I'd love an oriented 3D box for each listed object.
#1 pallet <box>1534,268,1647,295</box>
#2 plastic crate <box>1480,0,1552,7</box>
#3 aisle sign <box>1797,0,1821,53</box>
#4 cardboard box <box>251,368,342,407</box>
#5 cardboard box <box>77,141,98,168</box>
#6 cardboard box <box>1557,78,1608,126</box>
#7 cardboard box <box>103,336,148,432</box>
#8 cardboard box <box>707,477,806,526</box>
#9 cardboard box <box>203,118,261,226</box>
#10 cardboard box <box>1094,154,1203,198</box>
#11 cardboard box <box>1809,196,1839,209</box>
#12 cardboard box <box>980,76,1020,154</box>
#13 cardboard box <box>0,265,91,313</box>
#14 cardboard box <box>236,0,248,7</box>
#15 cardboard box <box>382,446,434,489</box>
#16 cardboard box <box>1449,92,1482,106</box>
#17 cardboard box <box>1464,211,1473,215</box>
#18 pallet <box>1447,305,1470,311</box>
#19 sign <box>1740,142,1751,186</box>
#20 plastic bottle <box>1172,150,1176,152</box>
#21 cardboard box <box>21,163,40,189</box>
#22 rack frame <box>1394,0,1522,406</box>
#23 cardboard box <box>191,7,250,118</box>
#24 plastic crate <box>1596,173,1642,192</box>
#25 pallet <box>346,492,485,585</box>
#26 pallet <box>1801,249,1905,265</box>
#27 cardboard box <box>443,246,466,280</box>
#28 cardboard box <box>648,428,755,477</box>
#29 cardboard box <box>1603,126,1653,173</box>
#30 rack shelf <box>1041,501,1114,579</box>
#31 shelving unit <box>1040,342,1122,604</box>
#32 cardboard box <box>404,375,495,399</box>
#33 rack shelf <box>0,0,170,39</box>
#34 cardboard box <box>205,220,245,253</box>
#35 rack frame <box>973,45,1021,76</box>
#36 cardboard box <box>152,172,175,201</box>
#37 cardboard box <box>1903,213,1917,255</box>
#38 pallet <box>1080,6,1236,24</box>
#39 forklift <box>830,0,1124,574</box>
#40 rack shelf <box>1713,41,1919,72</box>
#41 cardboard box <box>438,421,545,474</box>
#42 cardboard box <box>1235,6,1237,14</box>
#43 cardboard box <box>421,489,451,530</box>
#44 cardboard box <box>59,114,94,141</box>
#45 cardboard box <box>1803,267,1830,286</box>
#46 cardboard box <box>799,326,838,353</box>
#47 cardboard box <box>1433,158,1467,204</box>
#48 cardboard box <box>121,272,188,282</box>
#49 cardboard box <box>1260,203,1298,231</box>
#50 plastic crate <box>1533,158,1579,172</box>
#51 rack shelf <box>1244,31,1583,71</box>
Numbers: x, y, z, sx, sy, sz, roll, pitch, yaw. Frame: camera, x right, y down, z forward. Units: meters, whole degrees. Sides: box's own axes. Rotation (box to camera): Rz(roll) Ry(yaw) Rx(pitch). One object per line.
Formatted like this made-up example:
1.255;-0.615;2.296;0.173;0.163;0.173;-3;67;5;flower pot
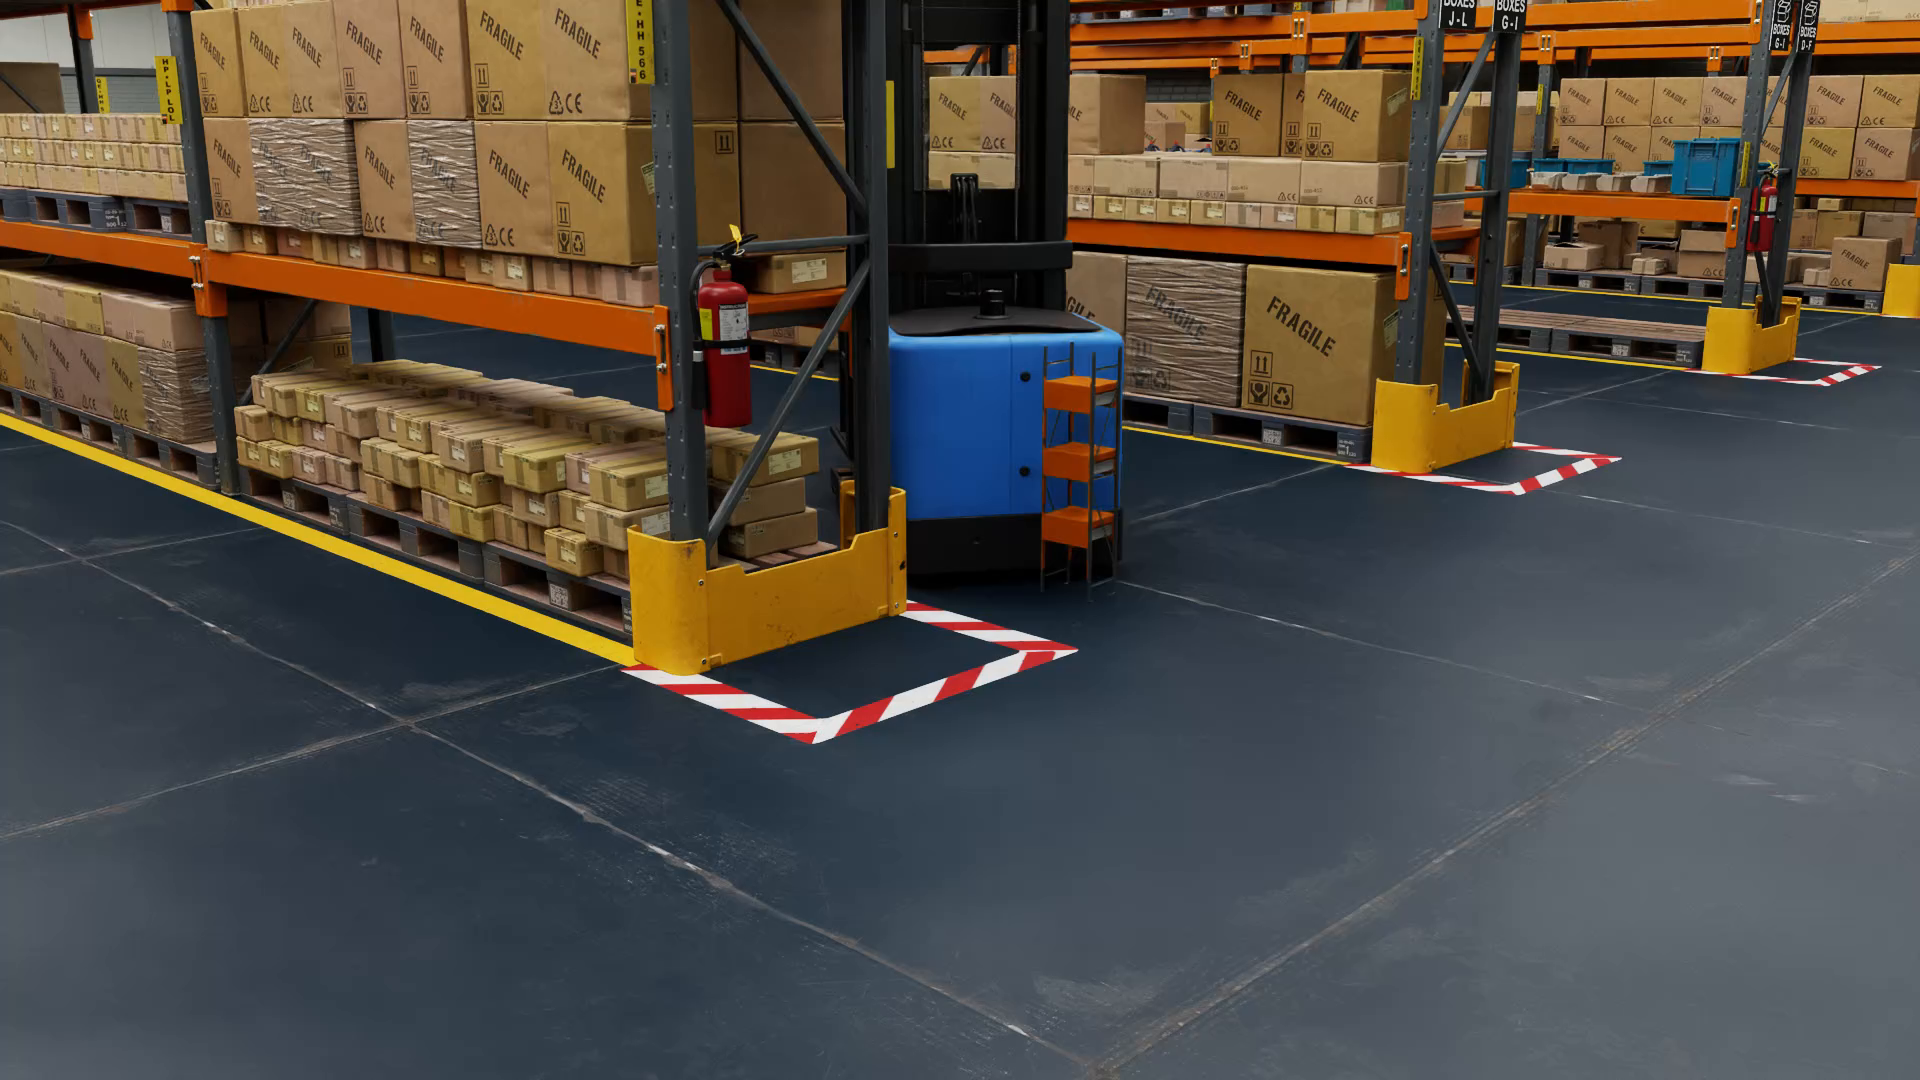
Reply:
7.342;-2.984;18.966;1.213;0.211;1.003;14;20;42;pallet
4.627;-4.496;13.812;0.530;0.136;0.437;14;20;42;plastic crate
6.545;-4.155;12.773;0.004;0.787;0.394;14;20;42;aisle sign
-3.442;-0.787;8.647;0.380;0.149;0.250;-14;20;-42;cardboard box
-4.921;-2.263;9.745;0.250;0.149;0.380;14;20;42;cardboard box
6.992;-4.853;18.425;0.500;0.500;0.500;-14;20;-43;cardboard box
-4.622;-0.941;9.720;0.500;0.500;0.500;13;19;41;cardboard box
-0.865;-0.180;6.904;0.380;0.149;0.250;-14;20;-42;cardboard box
-3.364;-1.834;8.233;0.500;0.500;0.500;13;20;41;cardboard box
1.207;-2.333;10.643;0.500;0.250;0.500;14;20;42;cardboard box
11.356;-4.435;21.843;0.250;0.149;0.380;13;19;40;cardboard box
0.486;-2.873;11.229;0.500;0.500;0.500;14;20;42;cardboard box
-6.097;-1.666;11.013;0.500;0.250;0.500;13;19;40;cardboard box
-7.926;-6.050;18.759;0.250;0.149;0.380;14;20;42;cardboard box
-2.390;-0.352;7.566;0.250;0.149;0.380;14;20;43;cardboard box
7.573;-6.487;24.565;0.500;0.250;0.500;-14;20;-43;cardboard box
5.949;-4.124;20.408;0.500;0.250;0.500;14;20;42;cardboard box
3.964;-2.084;15.513;1.213;0.211;1.003;14;20;42;pallet
5.917;-2.832;12.527;0.005;0.325;0.100;14;20;42;sign
2.201;-3.879;17.126;0.097;0.271;0.097;0;15;0;plastic bottle
-5.660;-2.300;10.474;0.380;0.149;0.250;-13;20;-42;cardboard box
2.849;-1.956;9.491;0.127;3.000;1.000;14;20;42;rack frame
-3.390;-2.327;8.142;0.500;0.500;0.500;-14;20;-43;cardboard box
5.376;-2.920;13.594;0.243;0.136;0.396;14;20;42;plastic crate
-2.155;-0.100;7.896;1.213;0.211;1.003;14;20;42;pallet
11.660;-3.643;21.497;1.213;0.211;1.003;14;20;42;pallet
-1.963;-1.199;7.084;0.250;0.149;0.380;13;19;40;cardboard box
-1.090;-0.365;7.026;0.380;0.149;0.250;-14;20;-43;cardboard box
7.397;-4.275;18.190;0.500;0.500;0.500;14;20;43;cardboard box
0.501;-0.001;6.999;0.240;0.259;0.215;12;19;39;rack shelf
0.501;-0.280;6.926;0.252;1.050;0.215;12;19;39;shelving unit
-2.581;-0.731;8.430;0.380;0.149;0.250;-14;20;-42;cardboard box
-4.986;-3.227;9.847;4.000;0.370;1.077;14;20;42;rack shelf
-3.569;-1.543;8.404;0.380;0.149;0.250;-14;20;-42;cardboard box
0.528;-4.255;18.315;0.127;3.000;1.000;14;20;42;rack frame
-4.157;-1.934;9.072;0.250;0.149;0.380;14;20;43;cardboard box
12.230;-3.839;20.842;0.500;0.500;0.700;14;20;42;cardboard box
1.957;-5.233;16.492;1.213;0.211;1.003;14;20;42;pallet
-0.070;-1.597;8.247;1.130;2.935;3.031;-3;15;-11;forklift
11.724;-6.107;20.899;4.000;0.370;1.077;14;20;42;rack shelf
-2.013;-0.402;7.169;0.380;0.149;0.250;-14;20;-42;cardboard box
3.603;-6.805;21.617;0.500;0.250;0.500;12;19;38;cardboard box
-2.172;-0.166;7.441;0.380;0.149;0.250;-14;20;-43;cardboard box
-5.103;-2.453;9.884;0.250;0.149;0.380;13;20;41;cardboard box
8.936;-2.733;17.220;0.250;0.166;0.380;14;20;42;cardboard box
-0.505;-1.940;12.809;0.875;0.875;1.225;14;20;42;cardboard box
2.691;-2.161;9.983;0.500;0.250;0.500;13;19;41;cardboard box
-5.025;-1.580;10.685;0.500;0.250;0.500;-14;20;-43;cardboard box
1.995;-1.927;9.877;0.250;0.149;0.380;14;20;42;cardboard box
5.174;-3.189;14.436;0.300;0.233;0.416;14;20;42;plastic crate
5.409;-5.907;20.132;4.000;0.370;1.077;14;20;42;rack shelf
